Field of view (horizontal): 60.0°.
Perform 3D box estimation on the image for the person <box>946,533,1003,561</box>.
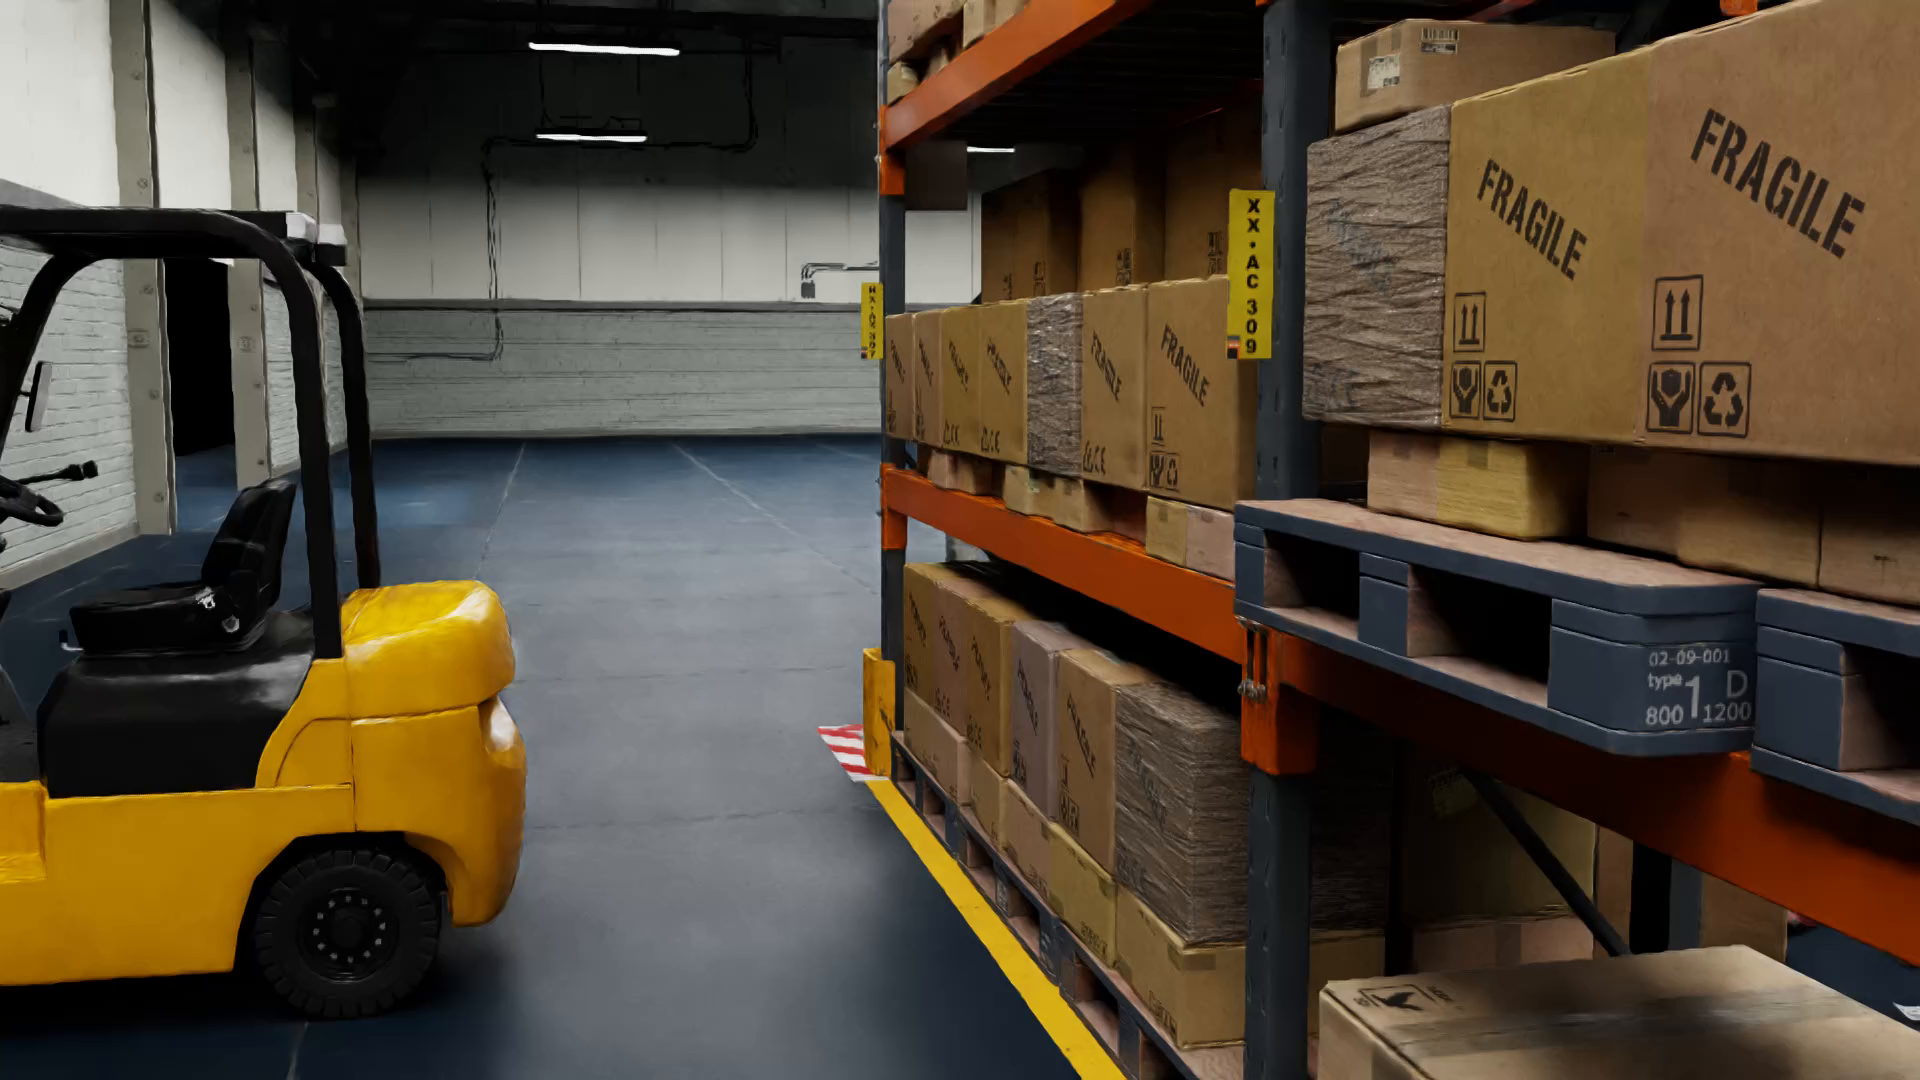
[{"bbox_3d":[0.145,-0.078,9.493,0.599,1.619,0.775,0,6,-3],"label":"person"}]
